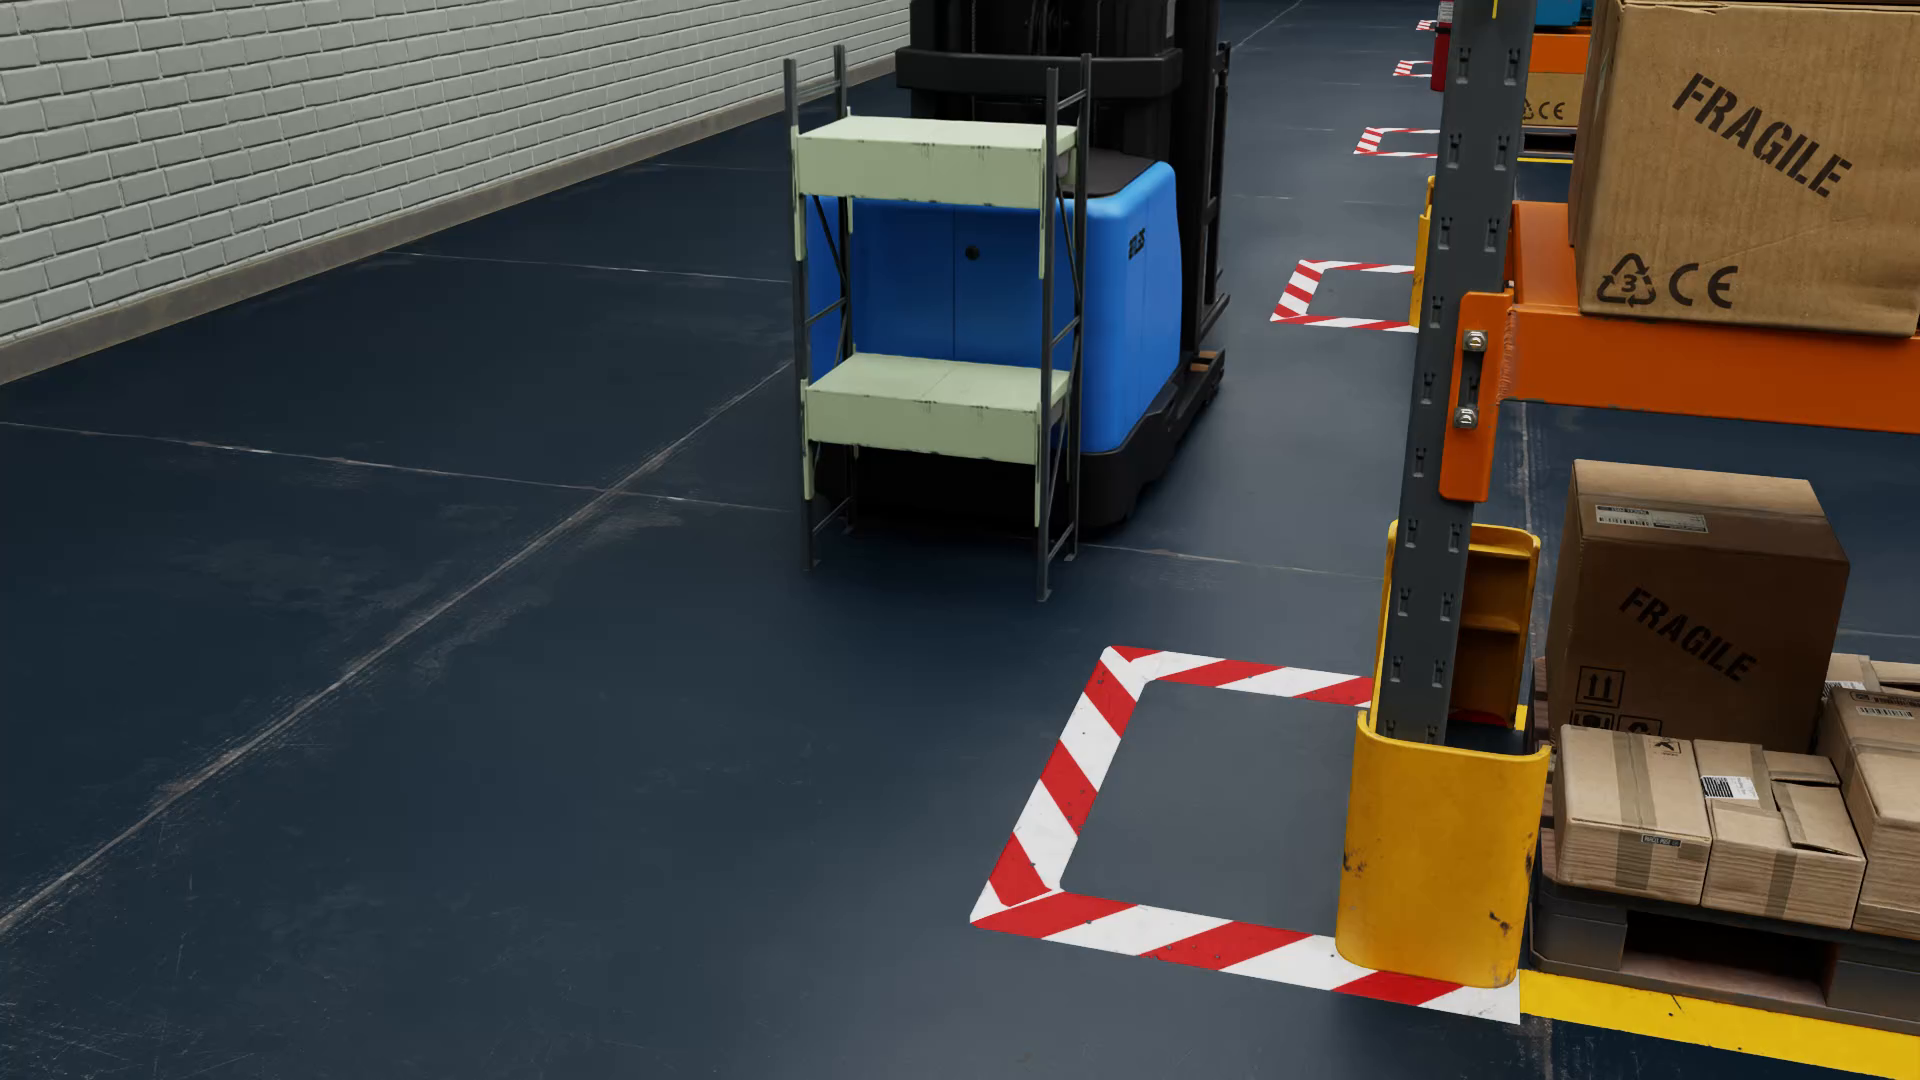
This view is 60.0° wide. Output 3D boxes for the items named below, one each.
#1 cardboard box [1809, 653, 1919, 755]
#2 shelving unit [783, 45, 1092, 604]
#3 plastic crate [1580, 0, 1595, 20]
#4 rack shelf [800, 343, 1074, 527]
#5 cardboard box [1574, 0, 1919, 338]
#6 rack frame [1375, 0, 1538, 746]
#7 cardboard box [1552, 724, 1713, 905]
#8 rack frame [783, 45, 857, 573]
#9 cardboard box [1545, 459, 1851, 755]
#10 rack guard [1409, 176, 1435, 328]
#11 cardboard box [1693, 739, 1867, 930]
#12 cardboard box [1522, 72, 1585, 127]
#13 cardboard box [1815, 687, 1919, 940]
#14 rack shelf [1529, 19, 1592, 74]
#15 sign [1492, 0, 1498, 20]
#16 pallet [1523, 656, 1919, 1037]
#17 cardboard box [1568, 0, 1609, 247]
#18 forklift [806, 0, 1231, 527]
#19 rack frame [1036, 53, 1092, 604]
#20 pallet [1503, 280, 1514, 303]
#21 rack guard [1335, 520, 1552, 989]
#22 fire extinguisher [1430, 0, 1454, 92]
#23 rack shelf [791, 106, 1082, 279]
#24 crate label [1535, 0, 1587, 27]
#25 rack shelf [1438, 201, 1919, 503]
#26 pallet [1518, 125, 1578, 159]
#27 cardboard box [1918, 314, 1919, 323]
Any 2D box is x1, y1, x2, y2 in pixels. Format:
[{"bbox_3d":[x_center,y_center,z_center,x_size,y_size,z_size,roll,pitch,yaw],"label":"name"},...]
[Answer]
[{"bbox_3d":[1.943,0.391,3.517,0.250,0.166,0.380,7,23,16],"label":"cardboard box"},{"bbox_3d":[-0.055,-0.624,4.816,0.755,1.500,0.431,7,23,16],"label":"shelving unit"},{"bbox_3d":[2.799,-2.638,7.622,0.499,0.435,0.616,7,23,16],"label":"plastic crate"},{"bbox_3d":[-0.055,-0.323,4.939,0.720,0.370,0.431,7,23,16],"label":"rack shelf"},{"bbox_3d":[1.338,-0.665,2.807,0.500,0.500,0.500,7,23,17],"label":"cardboard box"},{"bbox_3d":[0.990,-0.763,3.178,0.127,3.000,1.000,7,23,16],"label":"rack frame"},{"bbox_3d":[1.291,0.523,3.219,0.250,0.149,0.380,7,23,16],"label":"cardboard box"},{"bbox_3d":[-0.404,-0.667,4.919,0.023,1.500,0.400,7,23,16],"label":"rack frame"},{"bbox_3d":[1.581,0.160,3.642,0.500,0.500,0.500,7,23,16],"label":"cardboard box"},{"bbox_3d":[2.397,-1.404,8.034,0.348,0.500,1.175,7,23,16],"label":"rack guard"},{"bbox_3d":[1.531,0.542,3.149,0.250,0.166,0.380,7,23,16],"label":"cardboard box"},{"bbox_3d":[4.491,-3.532,12.175,0.875,0.875,0.875,7,23,16],"label":"cardboard box"},{"bbox_3d":[1.907,0.523,3.086,0.500,0.250,0.500,7,23,16],"label":"cardboard box"},{"bbox_3d":[4.339,-2.010,7.167,4.000,0.370,1.077,7,23,16],"label":"rack shelf"},{"bbox_3d":[0.833,-0.967,2.533,0.005,0.325,0.100,7,23,16],"label":"sign"},{"bbox_3d":[1.826,0.622,3.475,1.213,0.211,1.003,7,23,16],"label":"pallet"},{"bbox_3d":[1.497,-0.859,3.280,0.500,0.500,0.500,7,23,17],"label":"cardboard box"},{"bbox_3d":[0.443,-1.928,6.107,1.130,2.935,3.031,7,23,16],"label":"forklift"},{"bbox_3d":[0.293,-0.582,4.712,0.023,1.500,0.400,7,23,16],"label":"rack frame"},{"bbox_3d":[3.202,-1.168,7.839,1.213,0.211,1.003,7,23,16],"label":"pallet"},{"bbox_3d":[1.062,0.402,3.632,0.348,0.500,1.175,7,23,16],"label":"rack guard"},{"bbox_3d":[2.411,-2.536,8.093,0.183,0.674,0.296,7,23,16],"label":"fire extinguisher"},{"bbox_3d":[-0.055,-0.985,4.668,0.720,0.370,0.431,7,23,16],"label":"rack shelf"},{"bbox_3d":[2.565,-2.366,7.227,0.303,0.233,0.416,7,23,16],"label":"crate label"},{"bbox_3d":[2.904,-0.211,2.780,4.000,0.370,1.077,7,23,16],"label":"rack shelf"},{"bbox_3d":[4.643,-3.013,12.336,1.213,0.211,1.003,7,23,16],"label":"pallet"},{"bbox_3d":[1.834,-0.610,2.674,0.500,0.500,0.500,6,23,15],"label":"cardboard box"}]
